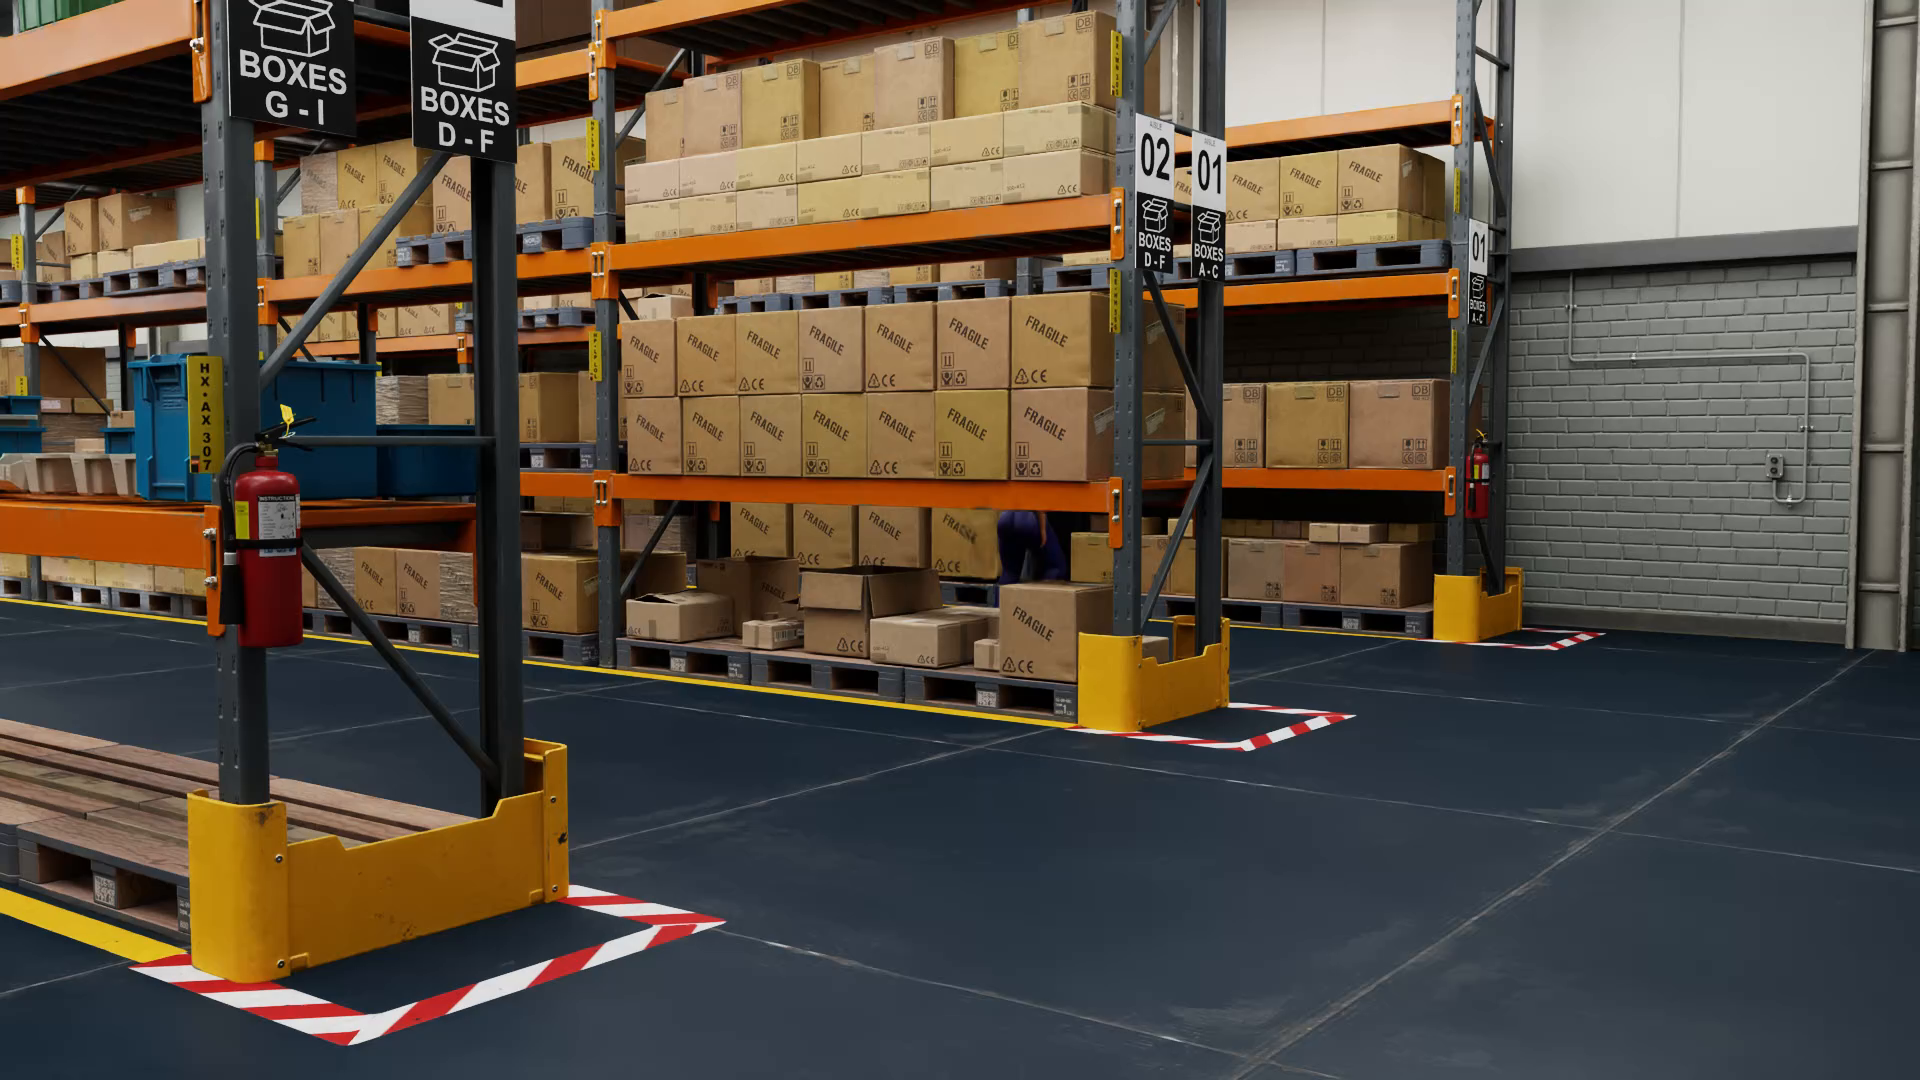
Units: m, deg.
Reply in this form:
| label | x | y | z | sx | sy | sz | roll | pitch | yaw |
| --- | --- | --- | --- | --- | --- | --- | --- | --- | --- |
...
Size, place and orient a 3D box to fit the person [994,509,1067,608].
| label | x | y | z | sx | sy | sz | roll | pitch | yaw |
| --- | --- | --- | --- | --- | --- | --- | --- | --- | --- |
| person | 0.521 | -0.091 | 13.089 | 0.515 | 1.631 | 0.491 | -3 | 5 | -44 |
